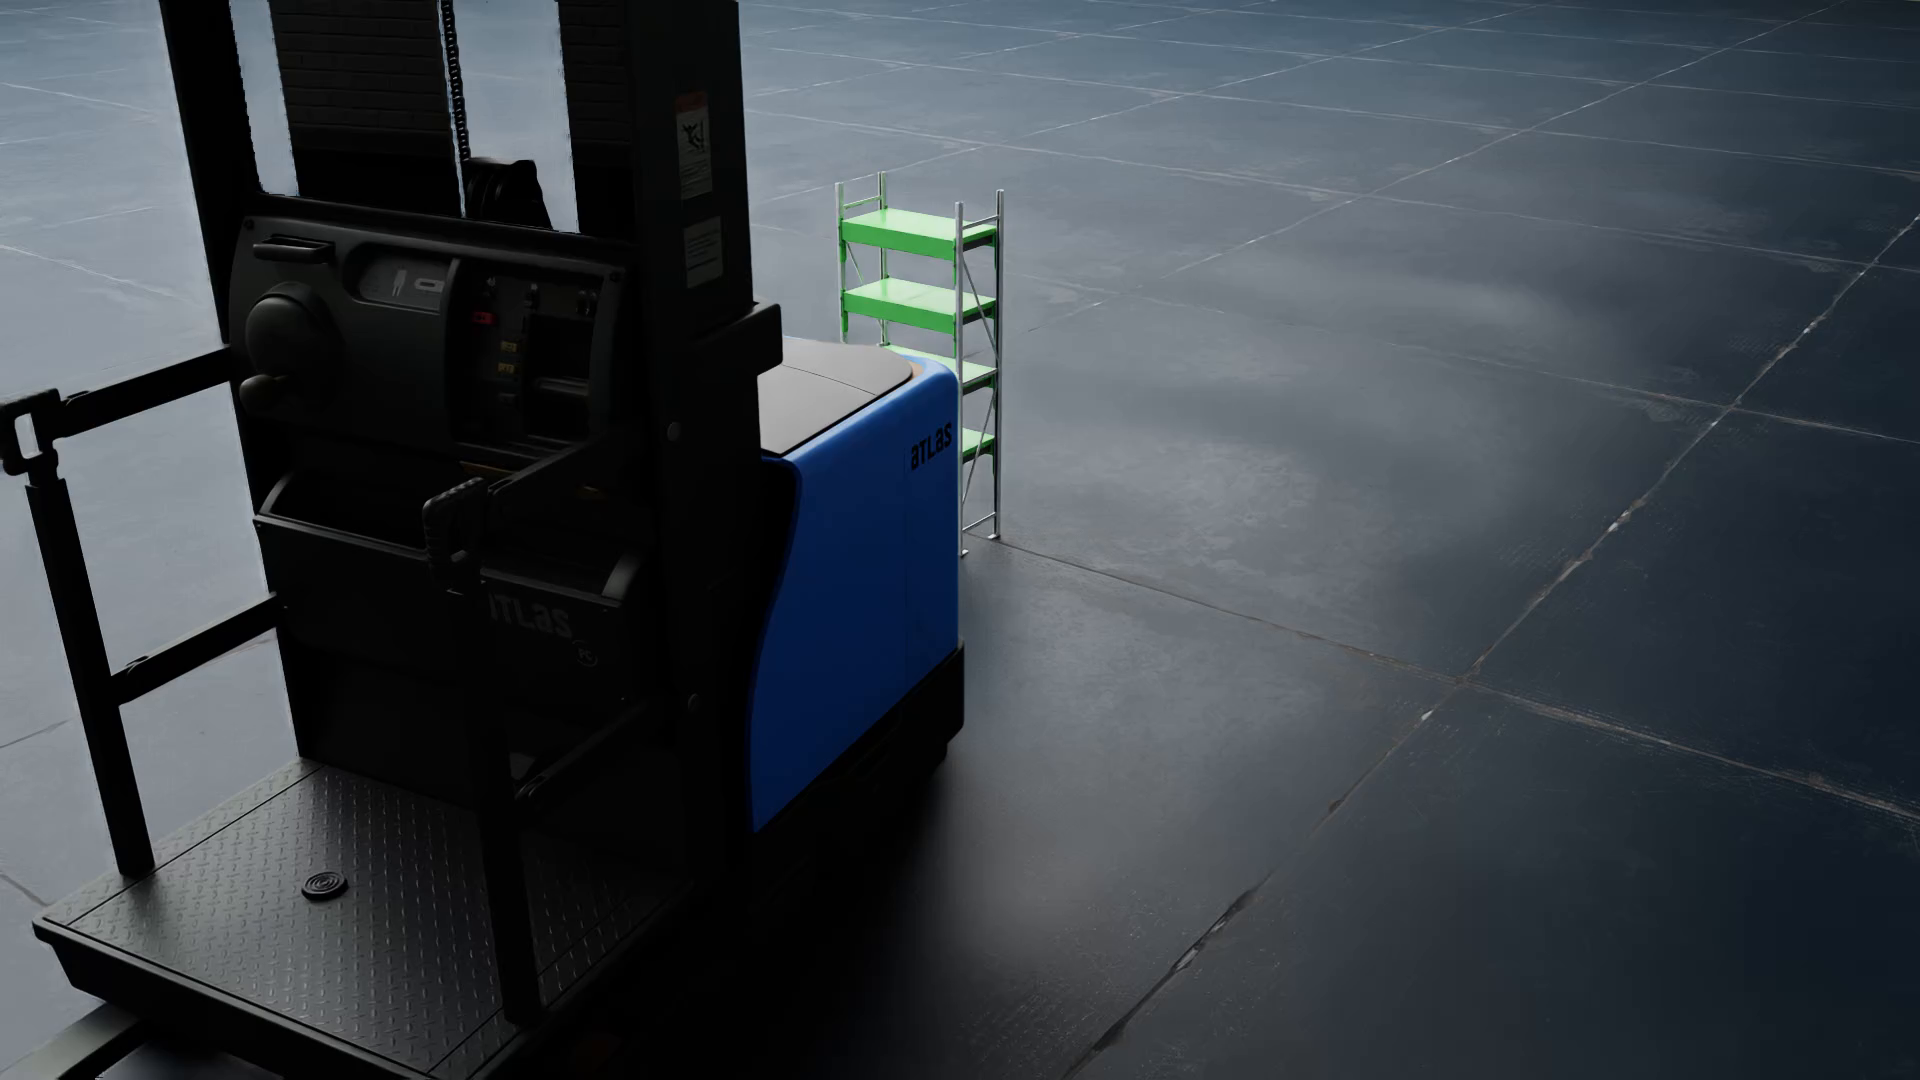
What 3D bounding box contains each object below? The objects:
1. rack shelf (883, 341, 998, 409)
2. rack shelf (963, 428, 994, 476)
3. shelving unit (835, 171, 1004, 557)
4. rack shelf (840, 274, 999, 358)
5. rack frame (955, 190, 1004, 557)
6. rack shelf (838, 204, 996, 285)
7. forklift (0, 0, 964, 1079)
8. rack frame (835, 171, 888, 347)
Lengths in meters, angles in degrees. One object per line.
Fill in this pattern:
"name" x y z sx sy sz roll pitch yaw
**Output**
"rack shelf" -0.132 -0.531 5.625 0.480 0.148 0.258 17 29 33
"rack shelf" -0.132 -0.311 5.721 0.480 0.148 0.258 17 29 33
"shelving unit" -0.132 -0.589 5.599 0.503 1.200 0.258 17 29 33
"rack shelf" -0.132 -0.750 5.528 0.480 0.148 0.258 17 29 33
"rack frame" 0.063 -0.530 5.465 0.015 1.200 0.240 17 29 33
"rack shelf" -0.132 -0.970 5.431 0.480 0.148 0.258 17 29 33
"forklift" -1.099 -0.355 2.922 1.130 2.935 3.031 11 26 24
"rack frame" -0.328 -0.648 5.733 0.015 1.200 0.240 17 29 33
